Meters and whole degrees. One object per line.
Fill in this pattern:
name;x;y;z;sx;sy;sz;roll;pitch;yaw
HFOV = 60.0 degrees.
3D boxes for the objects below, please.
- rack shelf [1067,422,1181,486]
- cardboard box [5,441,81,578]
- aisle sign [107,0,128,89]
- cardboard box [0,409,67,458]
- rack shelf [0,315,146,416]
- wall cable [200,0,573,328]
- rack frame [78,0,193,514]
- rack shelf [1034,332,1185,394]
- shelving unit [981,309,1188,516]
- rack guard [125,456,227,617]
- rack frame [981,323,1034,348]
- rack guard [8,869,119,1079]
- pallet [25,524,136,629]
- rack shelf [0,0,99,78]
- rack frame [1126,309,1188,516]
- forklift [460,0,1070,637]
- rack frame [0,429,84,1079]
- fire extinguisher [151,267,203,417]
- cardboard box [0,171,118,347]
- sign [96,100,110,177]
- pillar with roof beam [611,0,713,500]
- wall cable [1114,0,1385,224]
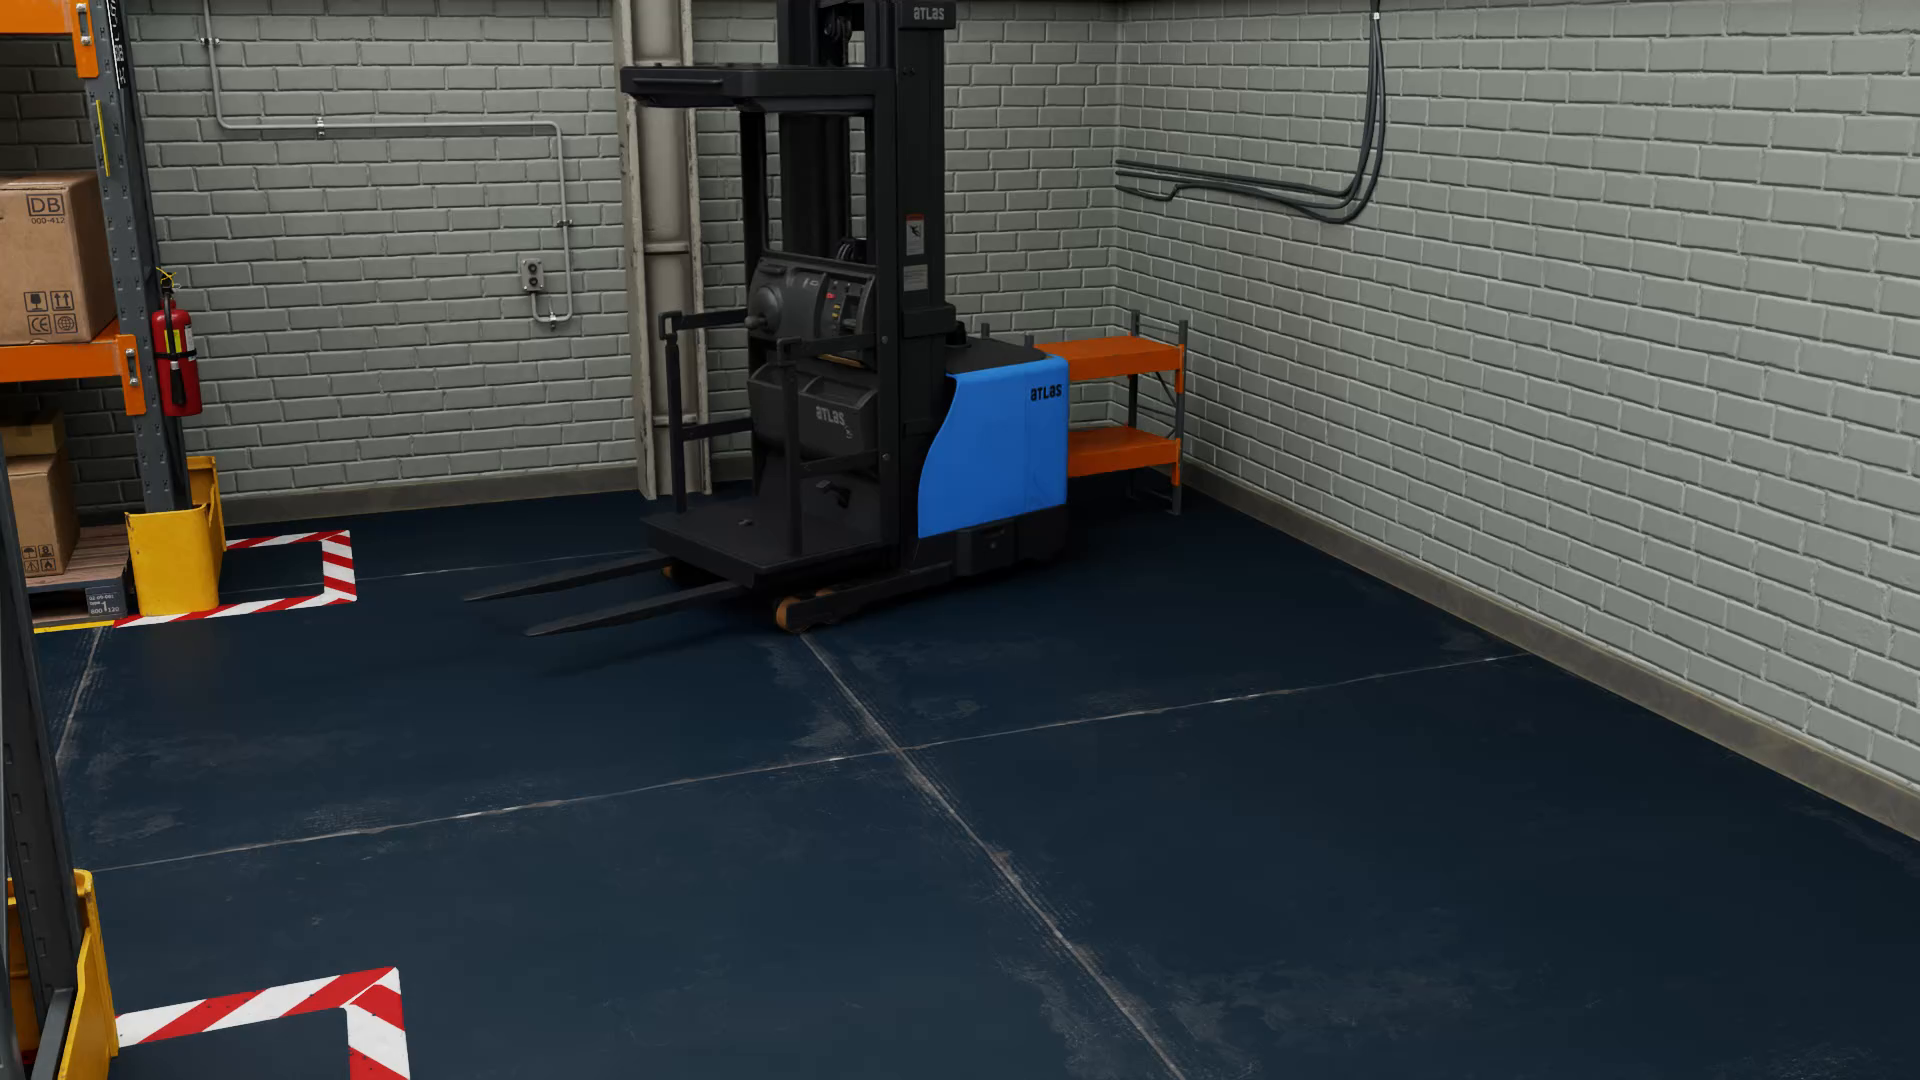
rack shelf;0.695;-0.437;9.459;1.000;0.278;0.538;-9;19;-29
cardboard box;-4.562;-0.144;7.955;0.500;0.500;0.700;-6;17;-20
aisle sign;-3.769;-2.414;7.382;0.004;0.787;0.394;-6;17;-20
cardboard box;-4.517;-0.520;8.086;0.250;0.149;0.380;-6;17;-20
rack shelf;-5.811;-0.692;7.407;4.000;0.370;1.077;-6;17;-20
wall cable;-3.087;-2.104;9.136;1.851;1.984;0.084;-6;17;-20
rack frame;-3.944;-1.239;7.992;0.127;3.000;1.000;-6;17;-20
rack shelf;0.695;-0.953;9.308;1.000;0.278;0.538;-9;19;-29
shelving unit;0.695;-0.672;9.390;1.048;1.125;0.538;-9;19;-29
rack guard;-3.921;-0.042;8.352;0.348;0.500;1.175;-6;17;-20
rack frame;0.254;-0.600;9.147;0.032;1.125;0.500;-9;19;-29
rack guard;-2.239;1.271;3.881;0.348;0.500;1.175;-6;17;-20
pallet;-4.662;0.201;8.040;1.213;0.211;1.003;-6;17;-20
rack shelf;-5.811;-2.131;6.984;4.000;0.370;1.077;-6;17;-20
rack frame;1.135;-0.744;9.634;0.032;1.125;0.500;-9;19;-29
forklift;-0.872;-1.141;7.782;3.031;2.935;1.130;-14;21;-39
rack frame;-2.168;0.064;3.555;0.127;3.000;1.000;-6;17;-20
fire extinguisher;-3.638;-0.916;7.694;0.183;0.674;0.296;-6;17;-20
cardboard box;-4.417;-1.328;7.766;0.700;0.700;0.980;-5;17;-18
sign;-3.763;-1.764;7.305;0.005;0.325;0.100;-6;17;-20
pillar with roof beam;-0.192;-3.484;4.992;0.400;9.000;9.100;-6;17;-20
wall cable;1.465;-3.103;9.206;0.112;2.526;3.097;-6;17;-20
